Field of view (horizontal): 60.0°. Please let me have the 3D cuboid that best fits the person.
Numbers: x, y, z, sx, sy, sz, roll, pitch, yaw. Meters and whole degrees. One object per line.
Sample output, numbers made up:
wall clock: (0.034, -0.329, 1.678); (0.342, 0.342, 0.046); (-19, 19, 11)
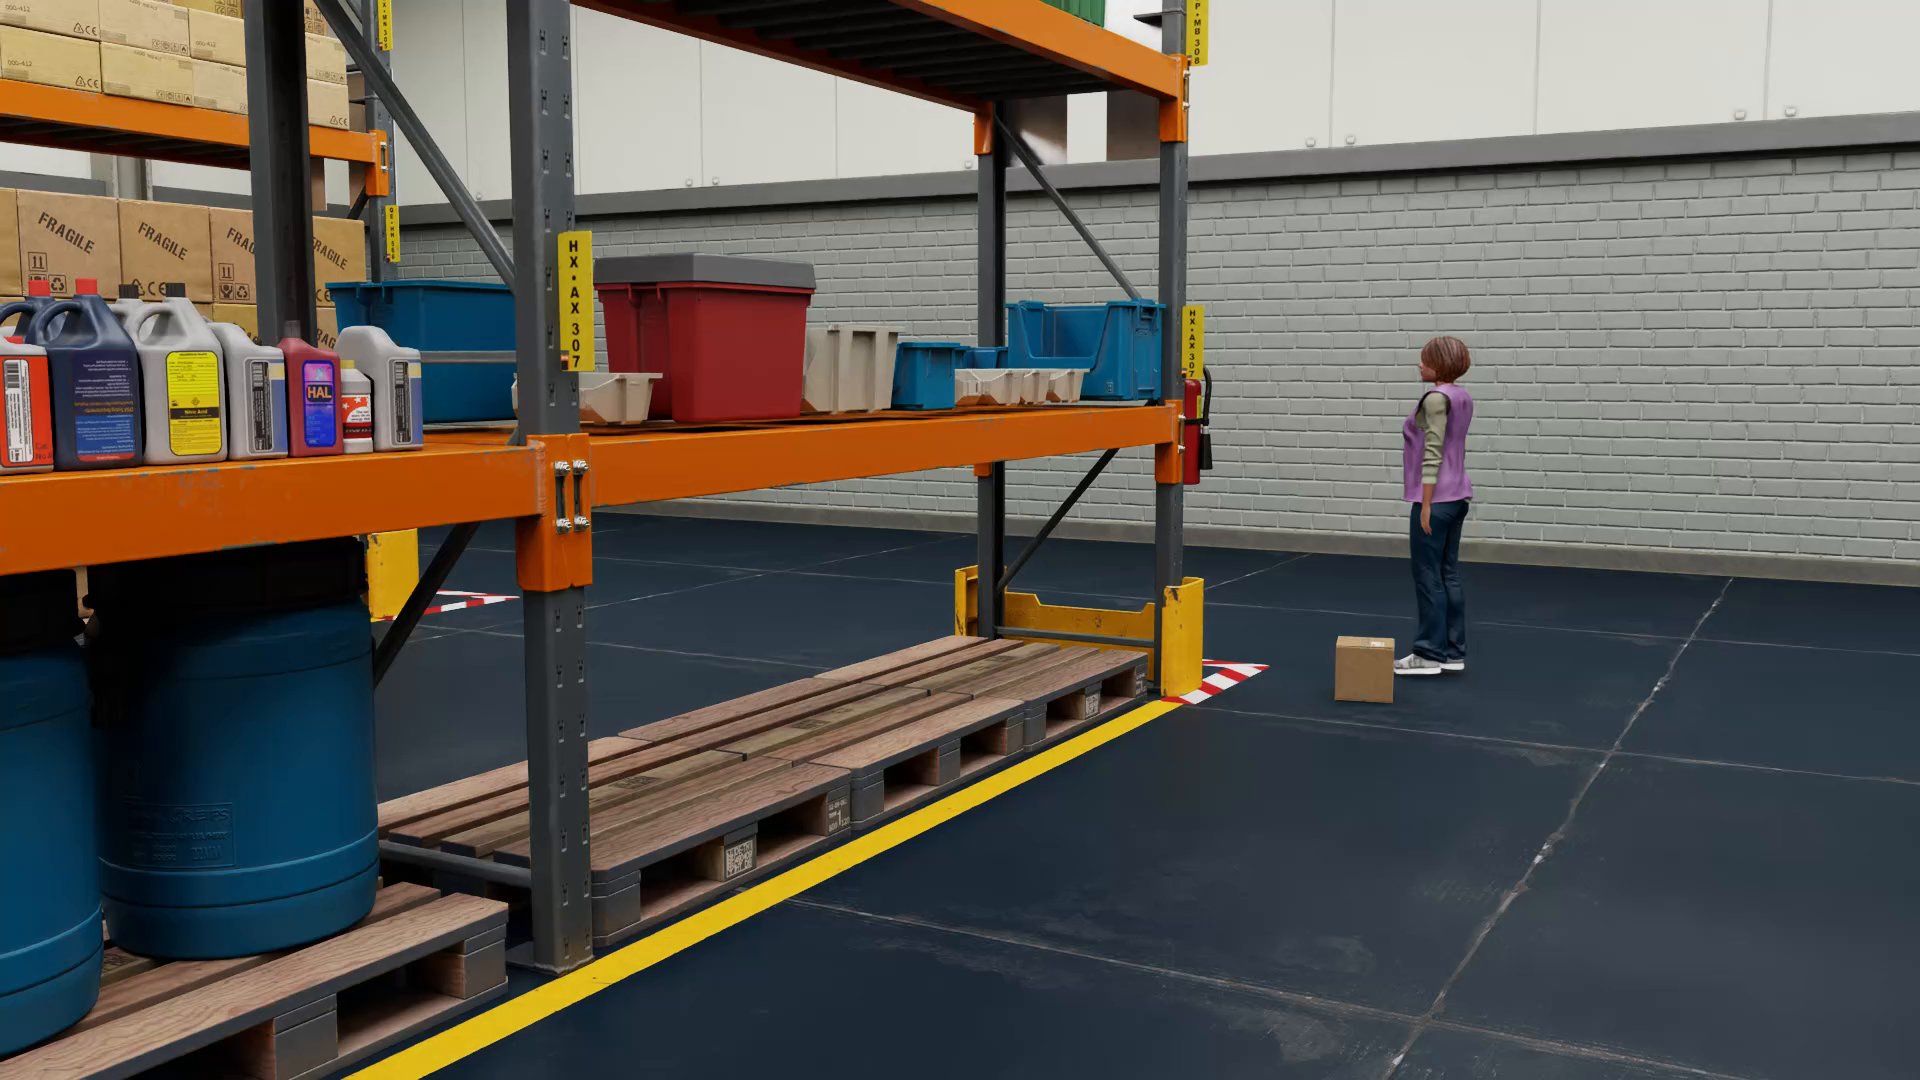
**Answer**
person: (2.254, -0.165, 7.903); (0.342, 1.603, 0.443); (5, 8, 37)
